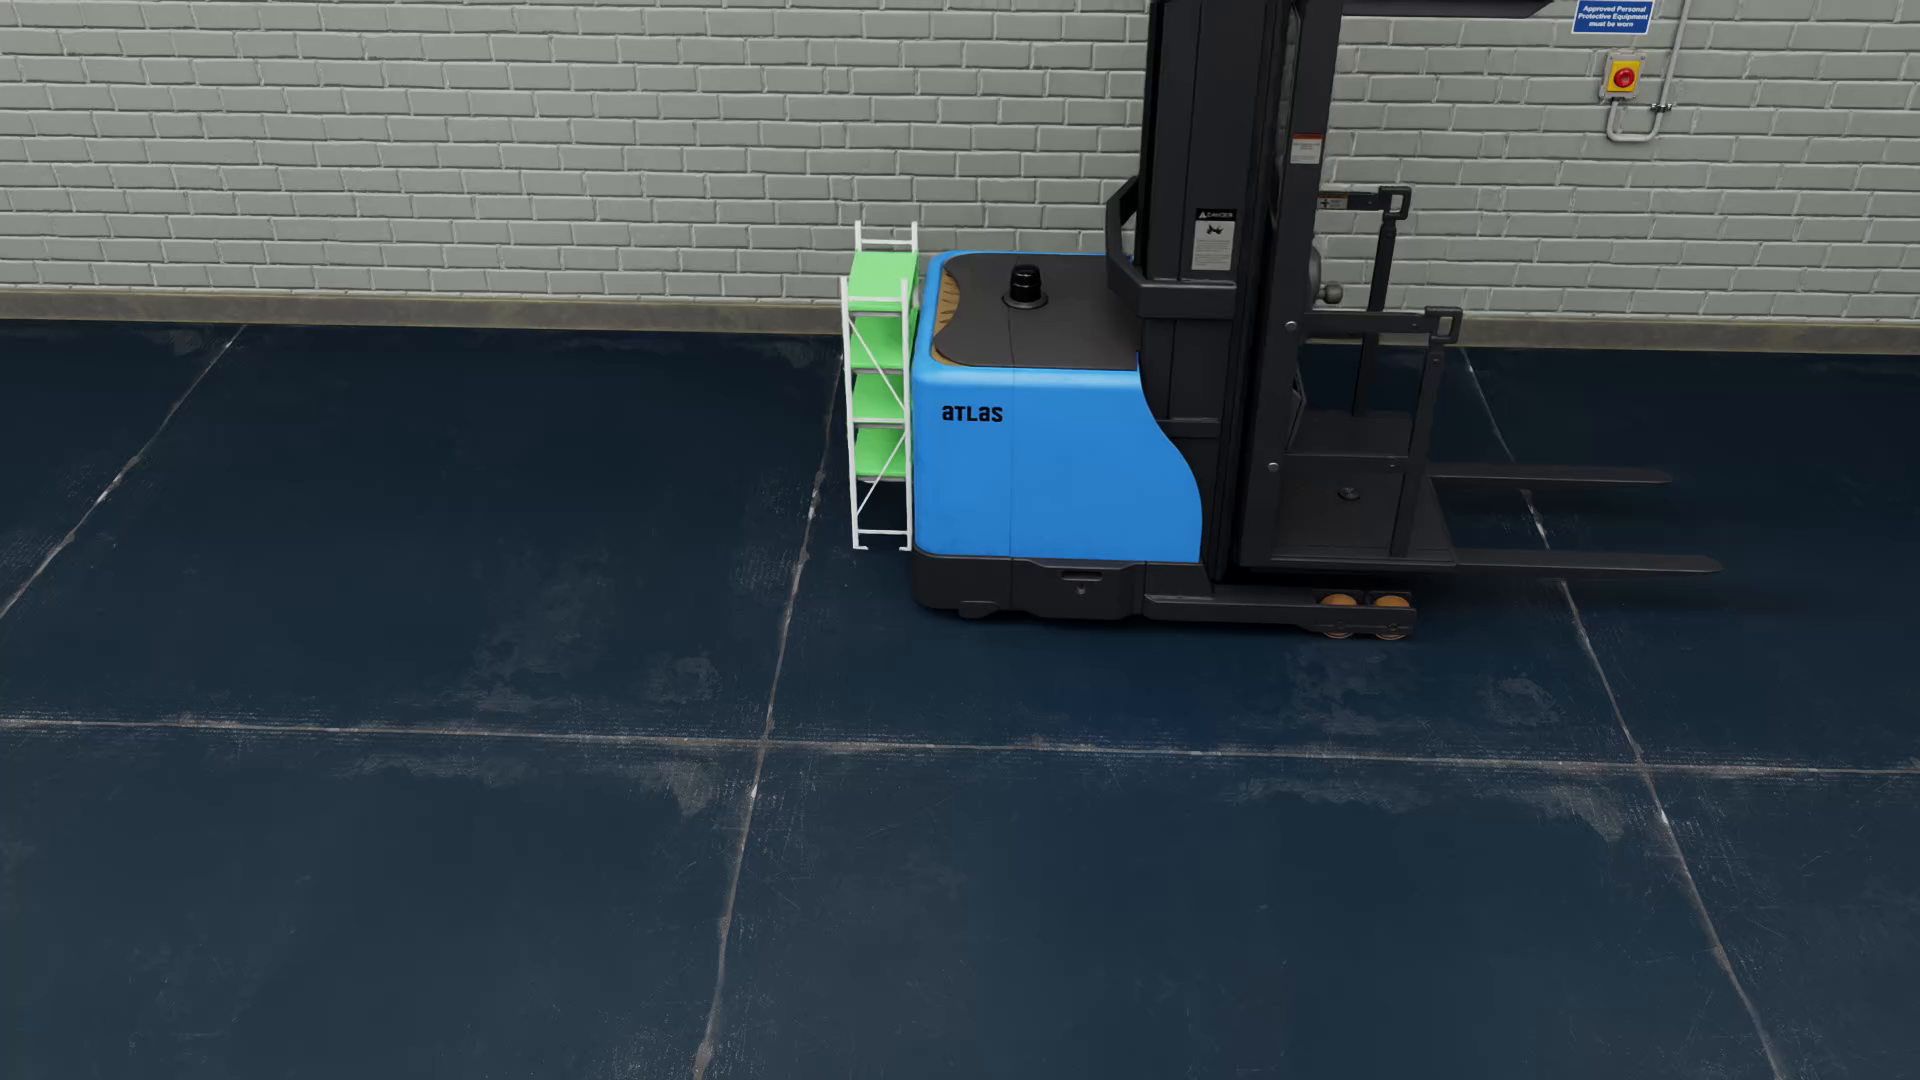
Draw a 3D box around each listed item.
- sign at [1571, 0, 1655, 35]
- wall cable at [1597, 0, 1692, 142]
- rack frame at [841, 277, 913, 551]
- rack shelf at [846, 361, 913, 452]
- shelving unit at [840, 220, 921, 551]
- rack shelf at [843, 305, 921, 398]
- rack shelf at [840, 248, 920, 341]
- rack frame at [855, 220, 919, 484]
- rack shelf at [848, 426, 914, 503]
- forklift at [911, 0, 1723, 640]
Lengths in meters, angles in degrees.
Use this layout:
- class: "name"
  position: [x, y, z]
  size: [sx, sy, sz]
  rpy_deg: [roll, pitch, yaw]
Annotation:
- class: "sign"
  position: [2.818, -2.286, 7.159]
  size: [0.327, 0.218, 0.001]
  rpy_deg: [1, 35, 2]
- class: "wall cable"
  position: [2.864, -2.568, 6.884]
  size: [0.585, 1.953, 0.123]
  rpy_deg: [1, 35, 2]
- class: "rack frame"
  position: [-0.310, -0.455, 6.354]
  size: [0.240, 1.200, 0.015]
  rpy_deg: [2, 35, 2]
- class: "rack shelf"
  position: [-0.297, -0.543, 6.590]
  size: [0.258, 0.148, 0.480]
  rpy_deg: [2, 35, 2]
- class: "shelving unit"
  position: [-0.298, -0.595, 6.553]
  size: [0.258, 1.200, 0.503]
  rpy_deg: [2, 35, 2]
- class: "rack shelf"
  position: [-0.298, -0.739, 6.452]
  size: [0.258, 0.148, 0.480]
  rpy_deg: [2, 35, 2]
- class: "rack shelf"
  position: [-0.298, -0.936, 6.314]
  size: [0.258, 0.148, 0.480]
  rpy_deg: [2, 35, 2]
- class: "rack frame"
  position: [-0.285, -0.735, 6.753]
  size: [0.240, 1.200, 0.015]
  rpy_deg: [2, 35, 2]
- class: "rack shelf"
  position: [-0.297, -0.347, 6.728]
  size: [0.258, 0.148, 0.480]
  rpy_deg: [2, 35, 2]
- class: "forklift"
  position: [1.353, -1.141, 5.825]
  size: [3.031, 2.935, 1.130]
  rpy_deg: [2, 35, 2]
